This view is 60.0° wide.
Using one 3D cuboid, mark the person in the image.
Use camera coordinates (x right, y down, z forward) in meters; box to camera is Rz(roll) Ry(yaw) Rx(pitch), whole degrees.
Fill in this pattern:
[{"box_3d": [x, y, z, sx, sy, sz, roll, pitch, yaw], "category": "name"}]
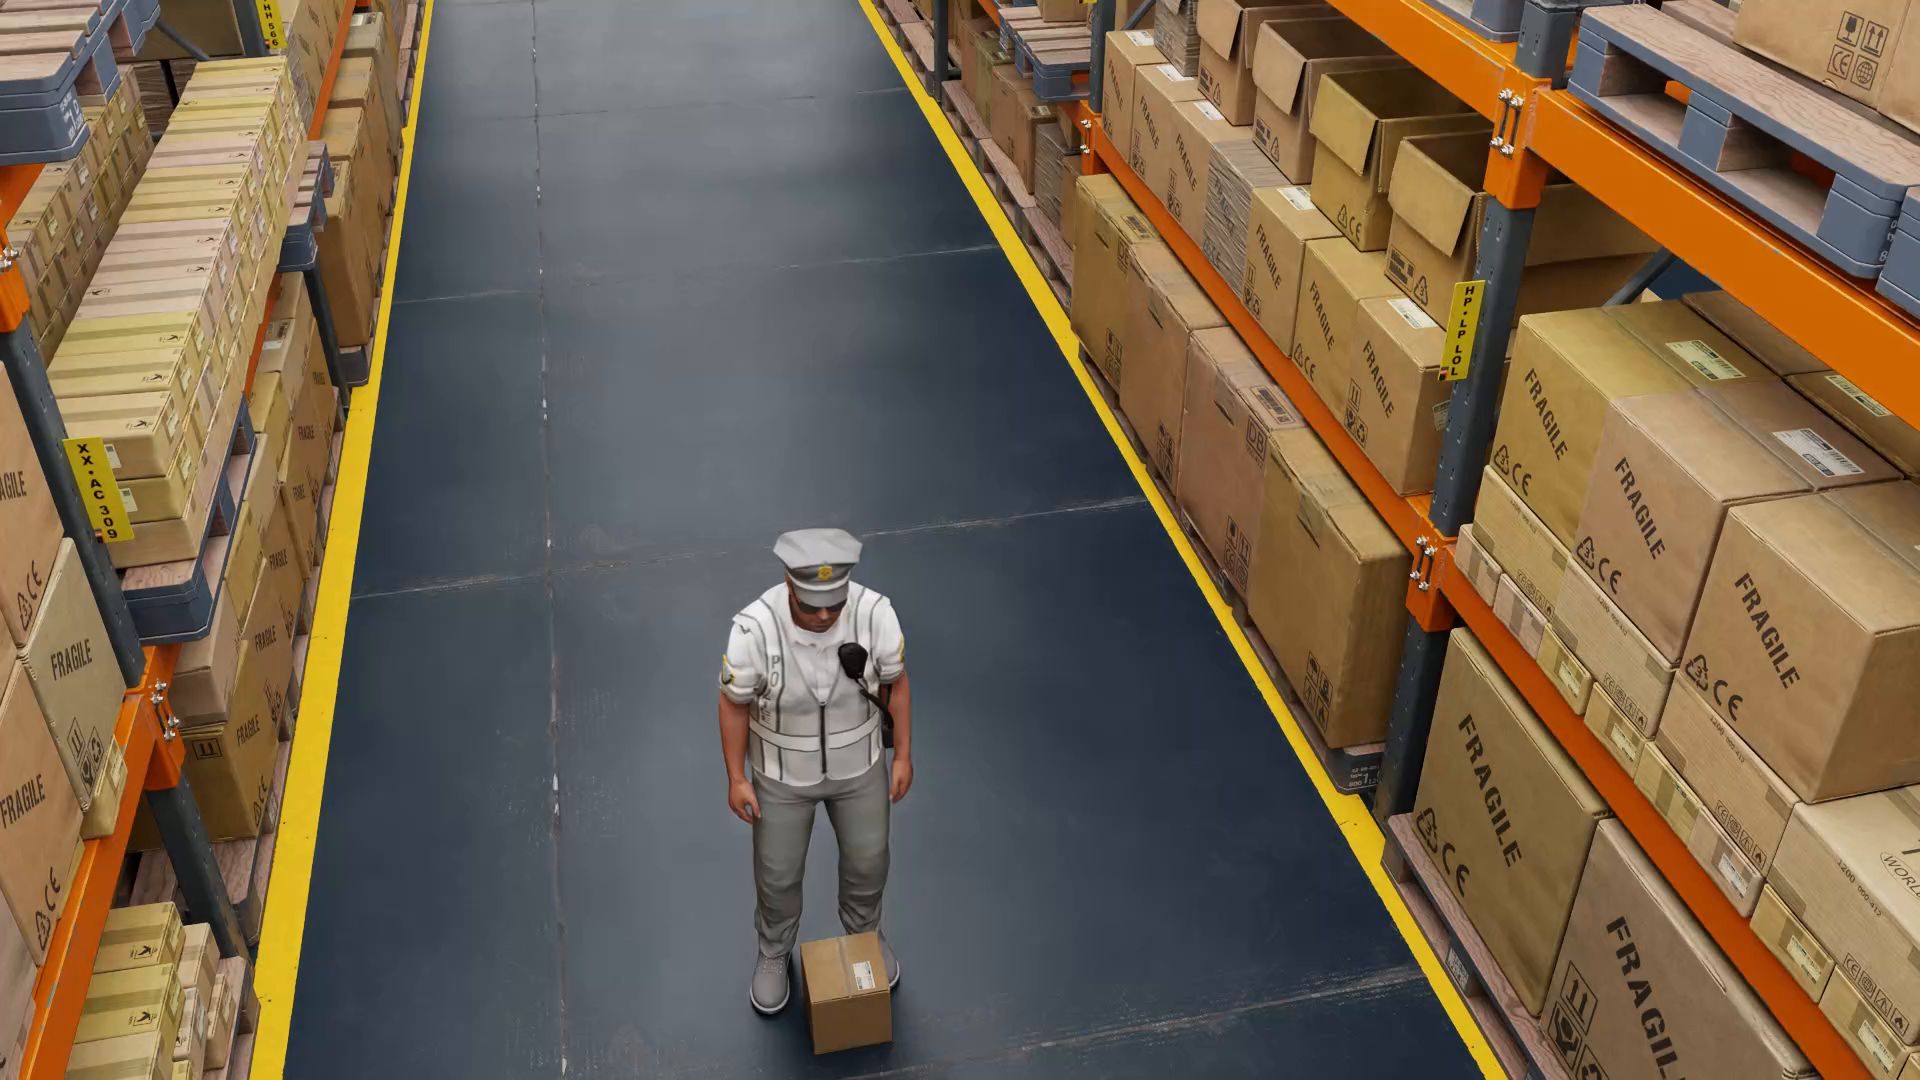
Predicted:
[{"box_3d": [-0.434, 0.681, 5.131, 0.585, 1.748, 0.432, -7, 35, -11], "category": "person"}]
